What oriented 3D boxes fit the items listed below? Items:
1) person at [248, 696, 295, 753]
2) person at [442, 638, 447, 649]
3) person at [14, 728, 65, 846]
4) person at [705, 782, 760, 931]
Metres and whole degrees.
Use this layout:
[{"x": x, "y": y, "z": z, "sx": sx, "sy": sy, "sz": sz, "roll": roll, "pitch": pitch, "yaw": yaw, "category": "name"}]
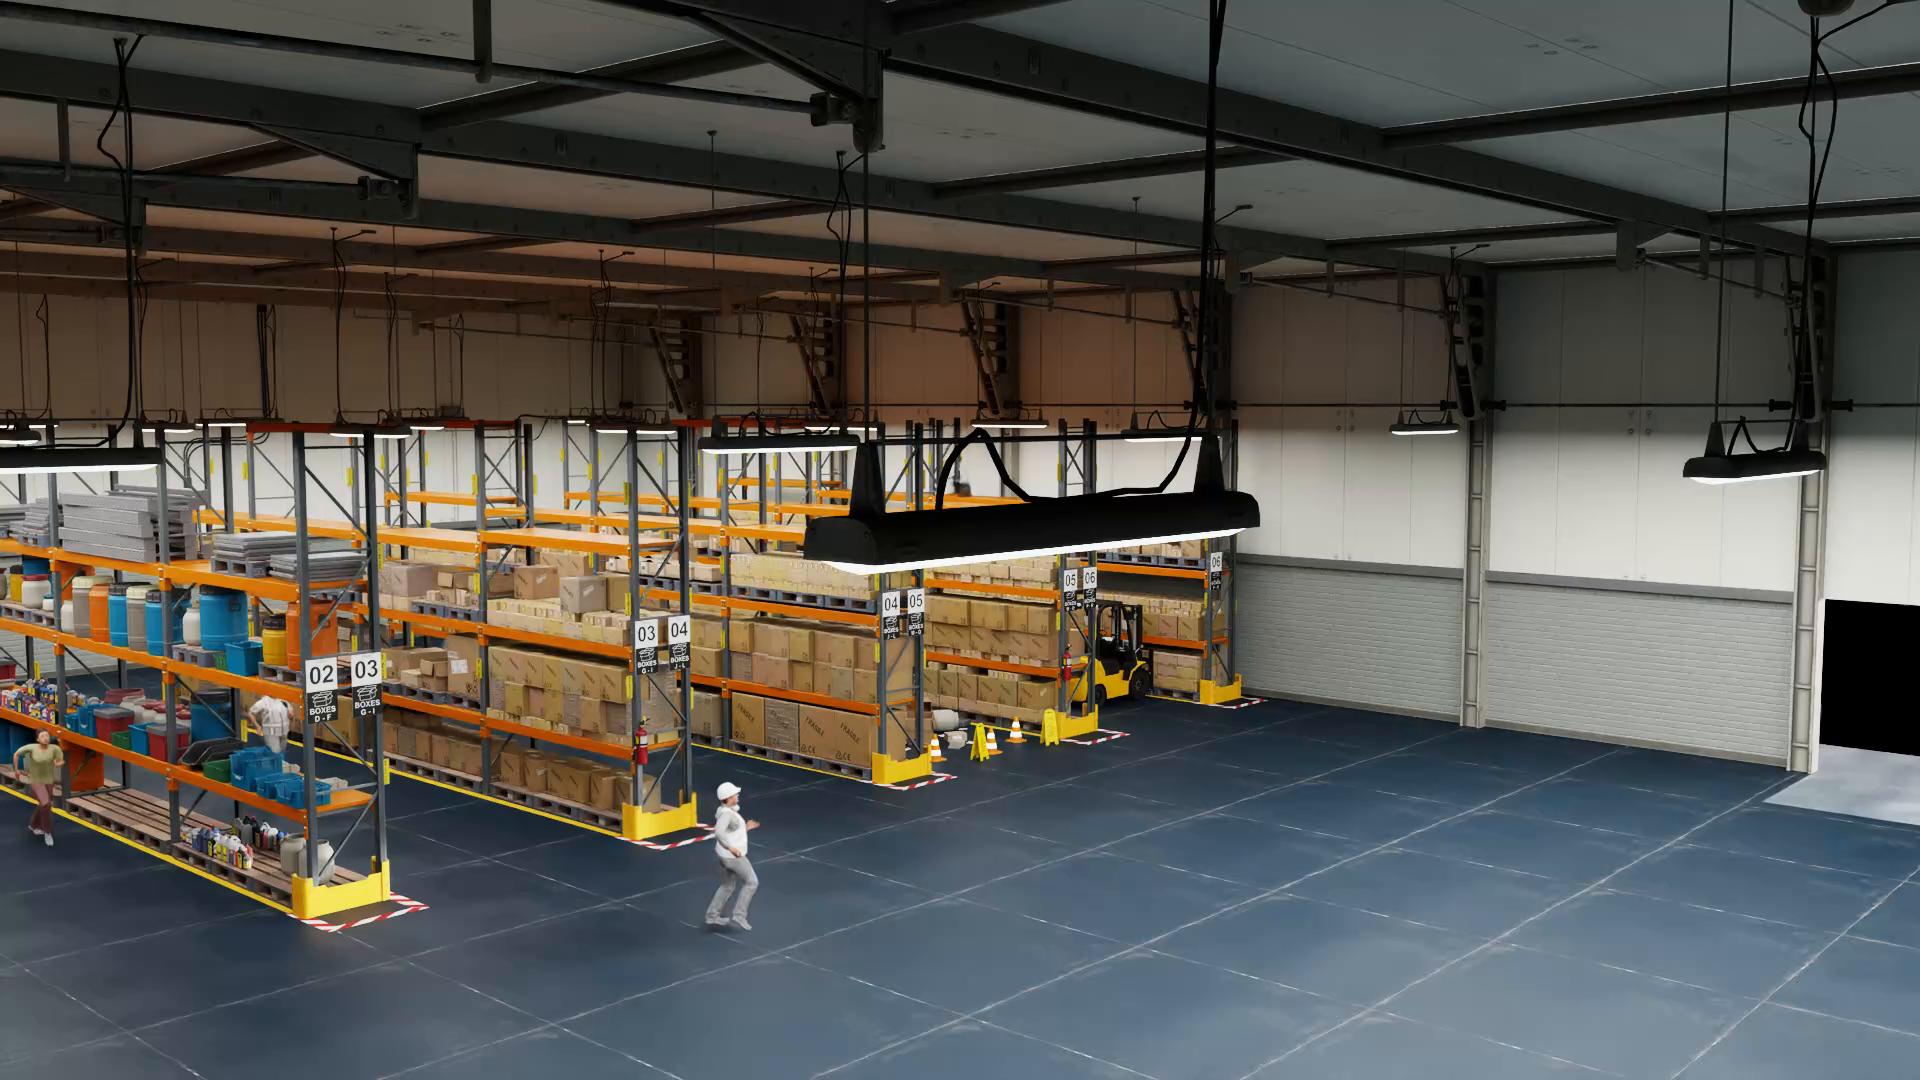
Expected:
[{"x": -11.252, "y": 3.190, "z": 27.349, "sx": 0.936, "sy": 1.795, "sz": 0.657, "roll": 3, "pitch": 5, "yaw": 32, "category": "person"}, {"x": -12.446, "y": 2.138, "z": 40.862, "sx": 0.553, "sy": 1.685, "sz": 0.888, "roll": 4, "pitch": 6, "yaw": 39, "category": "person"}, {"x": -13.296, "y": 3.538, "z": 24.055, "sx": 0.809, "sy": 1.691, "sz": 0.599, "roll": 4, "pitch": 6, "yaw": 42, "category": "person"}, {"x": -2.728, "y": 3.818, "z": 20.033, "sx": 0.706, "sy": 1.820, "sz": 0.638, "roll": -2, "pitch": 5, "yaw": -23, "category": "person"}]
